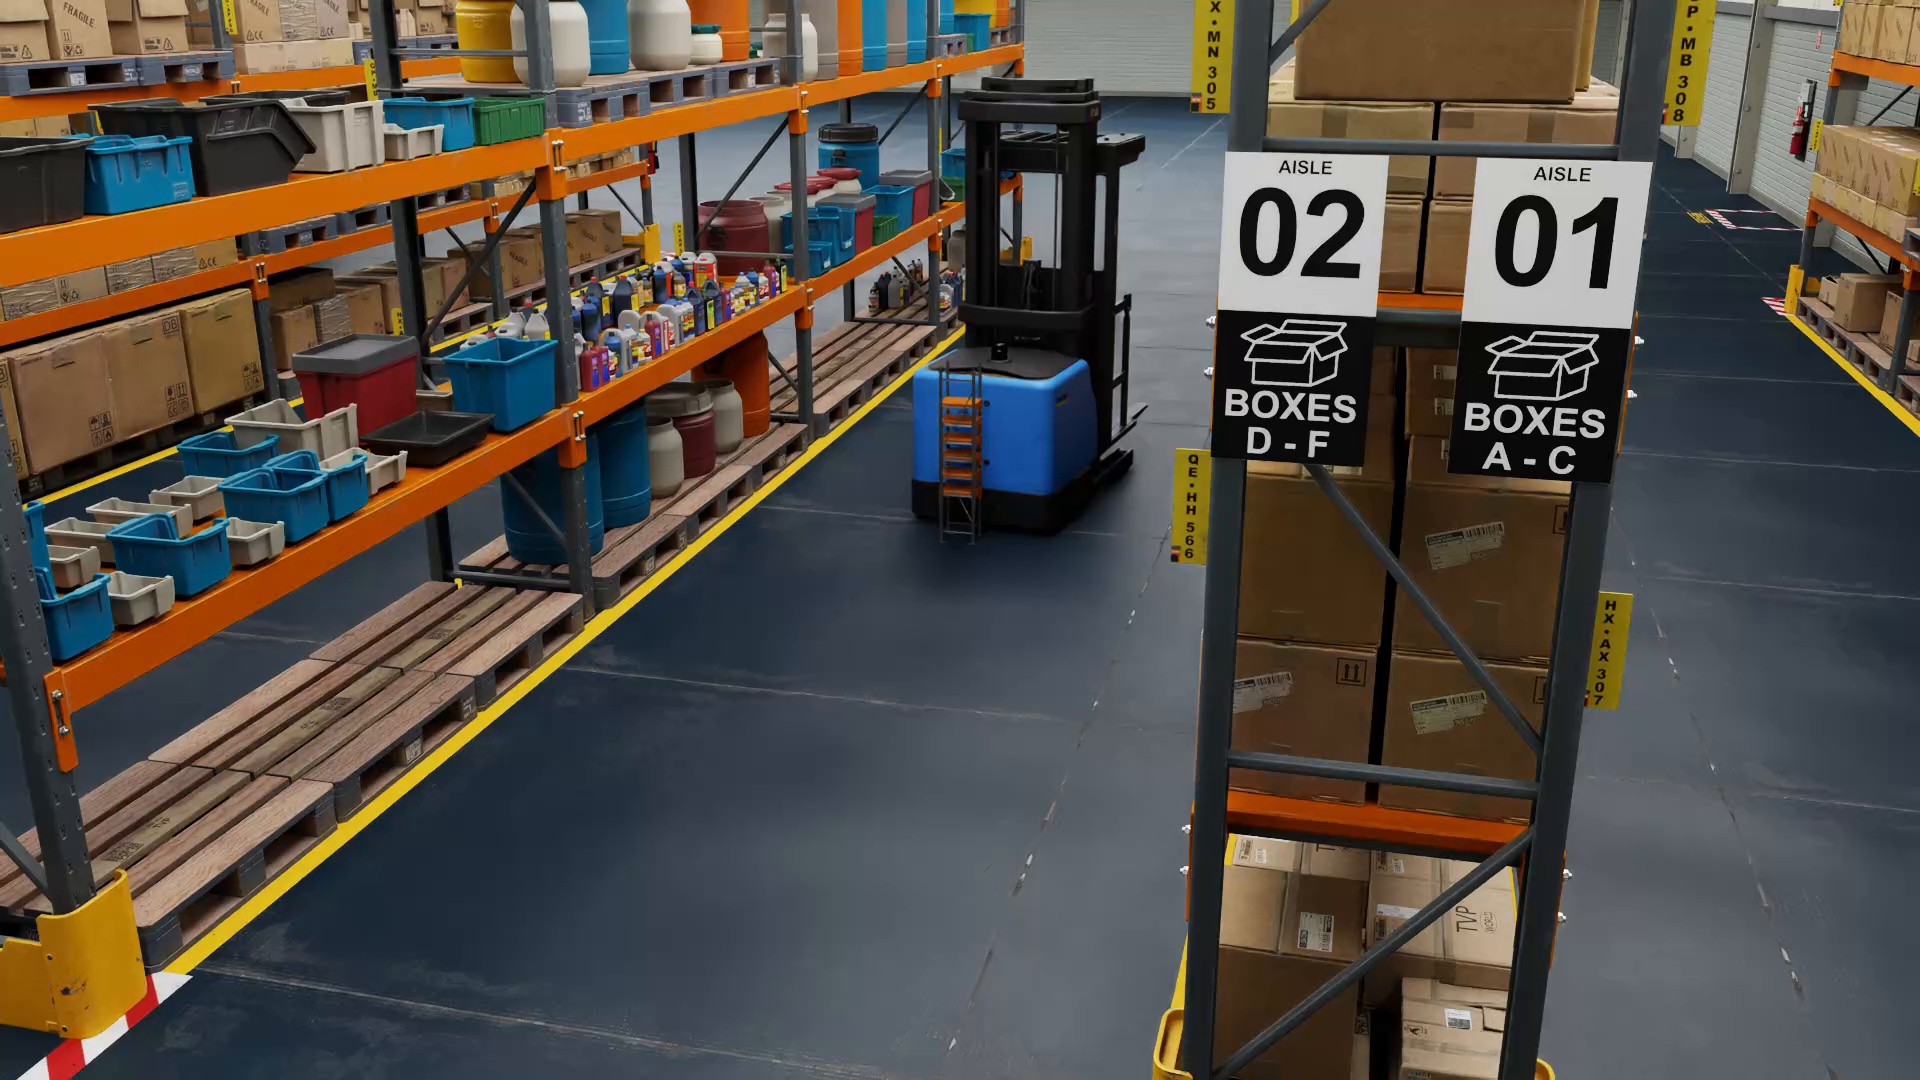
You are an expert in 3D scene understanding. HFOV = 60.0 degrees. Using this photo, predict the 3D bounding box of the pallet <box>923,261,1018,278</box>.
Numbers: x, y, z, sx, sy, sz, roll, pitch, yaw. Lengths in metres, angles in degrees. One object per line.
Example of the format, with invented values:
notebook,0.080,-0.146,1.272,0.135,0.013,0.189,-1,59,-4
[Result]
pallet,0.094,-3.148,20.077,1.003,0.211,1.213,5,19,13

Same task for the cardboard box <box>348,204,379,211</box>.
cardboard box,-5.854,-3.268,15.697,0.500,0.250,0.500,4,19,12

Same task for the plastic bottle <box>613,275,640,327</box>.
plastic bottle,-2.304,-1.654,11.466,0.144,0.351,0.185,5,19,13

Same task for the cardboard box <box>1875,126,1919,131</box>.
cardboard box,9.969,-4.096,17.579,0.500,0.500,0.500,4,19,13

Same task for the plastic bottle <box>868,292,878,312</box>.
plastic bottle,-0.920,-2.518,17.567,0.097,0.201,0.097,0,19,0

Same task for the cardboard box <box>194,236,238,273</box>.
cardboard box,-6.367,-2.506,13.729,0.500,0.500,0.500,5,20,15

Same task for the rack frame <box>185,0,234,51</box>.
rack frame,-6.487,-5.472,13.286,1.000,3.000,0.127,5,19,13

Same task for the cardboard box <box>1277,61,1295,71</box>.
cardboard box,1.406,-1.579,5.987,0.500,0.250,0.500,5,19,13

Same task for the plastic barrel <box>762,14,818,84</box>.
plastic barrel,-1.311,-3.787,12.822,0.421,0.512,0.421,0,19,0

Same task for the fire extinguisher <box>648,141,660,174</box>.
fire extinguisher,-4.057,-5.103,21.608,0.296,0.674,0.183,5,19,13

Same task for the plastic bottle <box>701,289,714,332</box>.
plastic bottle,-1.726,-1.568,11.319,0.061,0.283,0.133,5,19,13

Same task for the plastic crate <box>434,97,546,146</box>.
plastic crate,-2.471,-2.151,8.531,0.450,0.188,0.662,5,19,13

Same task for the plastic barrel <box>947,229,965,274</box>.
plastic barrel,0.062,-3.401,19.704,0.421,0.512,0.421,0,19,0

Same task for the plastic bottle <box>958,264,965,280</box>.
plastic bottle,0.043,-2.863,18.346,0.144,0.351,0.185,5,19,13

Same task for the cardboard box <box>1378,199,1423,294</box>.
cardboard box,1.034,-0.872,4.692,0.500,0.250,0.500,5,19,13

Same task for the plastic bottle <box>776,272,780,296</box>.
plastic bottle,-1.415,-1.953,12.571,0.097,0.201,0.097,0,19,0

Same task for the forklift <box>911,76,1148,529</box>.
forklift,0.683,-1.898,12.209,1.130,2.935,3.031,7,20,21

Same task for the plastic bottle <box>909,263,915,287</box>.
plastic bottle,-0.558,-3.015,18.915,0.097,0.271,0.097,0,19,0

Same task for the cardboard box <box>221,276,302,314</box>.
cardboard box,-6.352,-2.226,15.089,0.500,0.250,0.500,5,20,16

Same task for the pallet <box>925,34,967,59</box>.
pallet,-0.625,-5.060,17.011,1.213,0.211,1.003,5,19,13

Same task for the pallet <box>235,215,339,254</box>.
pallet,-6.416,-2.774,14.965,1.213,0.211,1.003,5,19,13

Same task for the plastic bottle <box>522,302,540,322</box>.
plastic bottle,-2.709,-1.337,10.537,0.144,0.351,0.185,5,19,13

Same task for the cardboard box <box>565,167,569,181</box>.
cardboard box,-4.811,-4.283,19.474,0.380,0.149,0.250,5,19,13

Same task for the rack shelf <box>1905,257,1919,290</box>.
rack shelf,8.412,-1.746,12.771,1.077,0.370,4.000,5,19,13

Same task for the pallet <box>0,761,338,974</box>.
pallet,-3.399,1.330,6.968,1.003,0.211,1.213,5,19,13

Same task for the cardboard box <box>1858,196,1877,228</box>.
cardboard box,8.960,-3.138,15.936,0.500,0.250,0.500,5,19,13

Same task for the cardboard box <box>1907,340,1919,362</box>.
cardboard box,9.002,-1.751,15.375,0.380,0.166,0.250,2,19,6

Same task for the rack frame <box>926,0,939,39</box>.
rack frame,-0.706,-6.335,15.811,1.000,3.000,0.127,5,19,13

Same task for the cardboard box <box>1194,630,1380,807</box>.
cardboard box,1.010,0.449,5.078,0.500,0.500,0.500,5,20,15

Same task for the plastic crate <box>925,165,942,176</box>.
plastic crate,-0.260,-4.369,19.747,0.298,0.136,0.250,5,19,13

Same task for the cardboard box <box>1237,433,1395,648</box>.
cardboard box,1.006,-0.024,4.915,0.500,0.500,0.500,4,19,13

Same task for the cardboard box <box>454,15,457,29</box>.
cardboard box,-5.131,-5.501,17.628,0.380,0.149,0.250,4,19,12

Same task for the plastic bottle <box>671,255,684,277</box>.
plastic bottle,-2.158,-2.037,12.709,0.097,0.271,0.097,0,19,0

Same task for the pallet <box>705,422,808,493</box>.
pallet,-1.836,-0.672,12.828,1.003,0.211,1.213,5,19,13

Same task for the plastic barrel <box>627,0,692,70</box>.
plastic barrel,-1.971,-3.357,10.874,0.433,0.535,0.433,0,19,0

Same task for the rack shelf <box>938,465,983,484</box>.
rack shelf,0.004,-0.417,11.060,0.258,0.103,0.180,5,19,13

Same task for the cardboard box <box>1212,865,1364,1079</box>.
cardboard box,1.058,1.443,5.509,0.500,0.500,0.500,5,19,13

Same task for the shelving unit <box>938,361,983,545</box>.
shelving unit,0.004,-0.572,11.007,0.258,1.200,0.189,5,19,13

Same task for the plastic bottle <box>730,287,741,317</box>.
plastic bottle,-1.614,-1.697,11.823,0.097,0.201,0.097,0,19,0

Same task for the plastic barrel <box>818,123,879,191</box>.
plastic barrel,-1.095,-3.636,16.415,0.600,0.901,0.708,5,19,13

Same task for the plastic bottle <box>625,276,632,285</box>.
plastic bottle,-2.384,-1.747,11.861,0.097,0.271,0.097,0,19,0

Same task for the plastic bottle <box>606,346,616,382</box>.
plastic bottle,-2.115,-1.055,9.942,0.097,0.201,0.097,0,19,0

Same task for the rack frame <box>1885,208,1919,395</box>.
rack frame,8.900,-2.713,14.490,1.000,3.000,0.127,5,19,13

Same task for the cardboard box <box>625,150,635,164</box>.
cardboard box,-4.401,-4.916,21.328,0.380,0.149,0.250,5,19,13

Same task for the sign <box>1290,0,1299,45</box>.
sign,1.602,-2.489,7.784,0.100,0.325,0.005,5,19,13

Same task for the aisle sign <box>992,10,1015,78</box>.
aisle sign,0.577,-5.979,20.029,0.394,0.787,0.004,5,19,13

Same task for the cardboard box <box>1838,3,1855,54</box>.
cardboard box,9.554,-5.358,17.408,0.500,0.500,0.500,5,20,15

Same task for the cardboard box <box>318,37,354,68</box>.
cardboard box,-5.883,-4.431,15.112,0.500,0.250,0.500,5,20,15

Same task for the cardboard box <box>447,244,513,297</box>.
cardboard box,-5.373,-3.025,18.620,0.500,0.500,0.500,4,19,12

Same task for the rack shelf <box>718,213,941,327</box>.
rack shelf,-1.195,-2.528,15.062,1.077,0.370,4.000,5,19,13

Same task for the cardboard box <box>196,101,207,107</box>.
cardboard box,-9.762,-5.512,20.781,0.875,0.550,0.500,5,19,13

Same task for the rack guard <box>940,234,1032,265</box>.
rack guard,0.298,-3.539,20.775,1.175,0.500,0.348,5,19,13

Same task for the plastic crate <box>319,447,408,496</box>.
plastic crate,-2.795,-0.322,7.805,0.293,0.136,0.466,5,19,13

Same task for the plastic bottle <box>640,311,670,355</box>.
plastic bottle,-1.952,-1.335,10.646,0.152,0.276,0.135,5,19,13

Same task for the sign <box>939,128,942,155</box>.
sign,-0.261,-4.925,20.538,0.100,0.325,0.005,5,19,13

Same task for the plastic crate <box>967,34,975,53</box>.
plastic crate,-0.057,-5.288,17.715,0.336,0.188,0.450,5,19,13

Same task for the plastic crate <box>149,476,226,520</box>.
plastic crate,-3.431,-0.181,7.392,0.298,0.136,0.250,5,19,13
